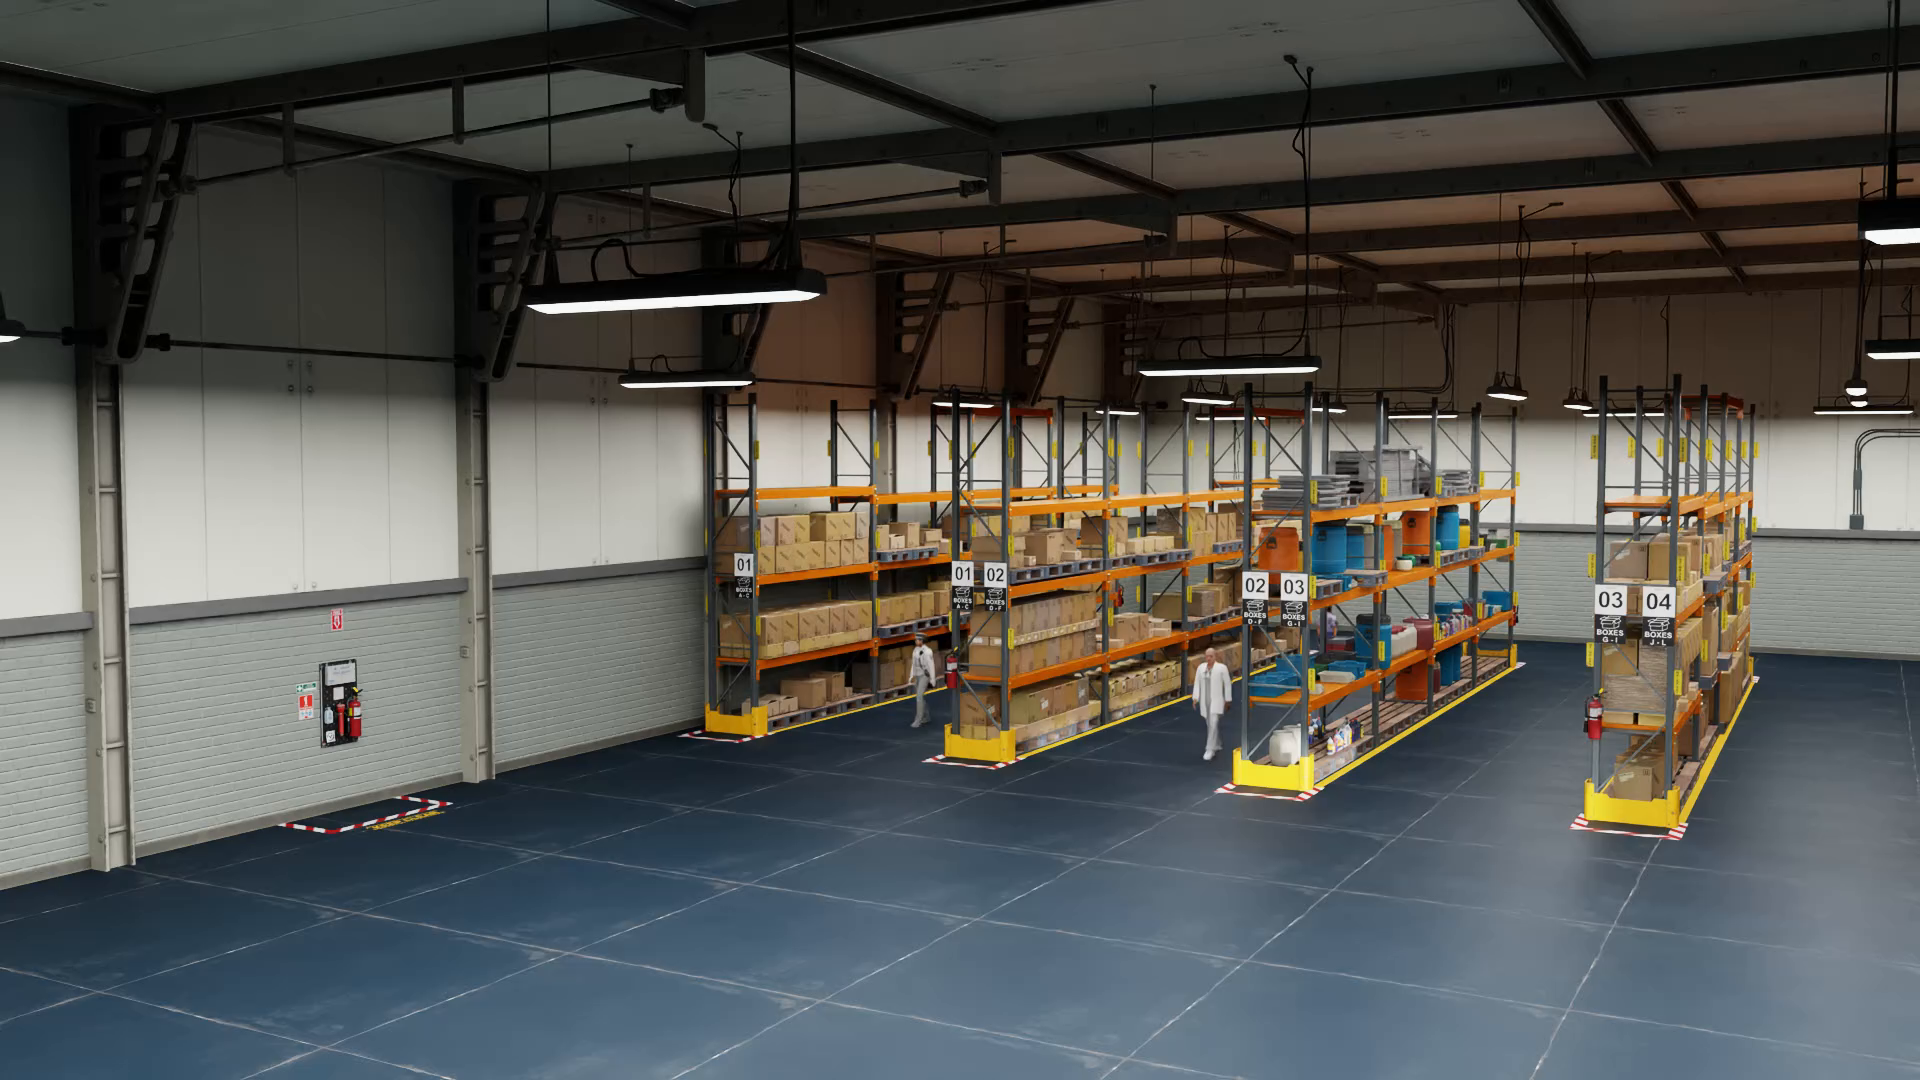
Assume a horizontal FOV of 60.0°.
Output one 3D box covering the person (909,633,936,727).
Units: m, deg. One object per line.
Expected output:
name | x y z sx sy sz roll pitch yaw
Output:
person | -0.763 2.531 30.361 0.622 1.669 0.591 -2 4 -35

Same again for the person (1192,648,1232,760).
person | 4.072 2.638 27.139 0.594 1.744 0.971 2 4 38

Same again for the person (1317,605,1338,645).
person | 8.094 2.208 36.619 0.540 1.646 0.488 3 4 41
